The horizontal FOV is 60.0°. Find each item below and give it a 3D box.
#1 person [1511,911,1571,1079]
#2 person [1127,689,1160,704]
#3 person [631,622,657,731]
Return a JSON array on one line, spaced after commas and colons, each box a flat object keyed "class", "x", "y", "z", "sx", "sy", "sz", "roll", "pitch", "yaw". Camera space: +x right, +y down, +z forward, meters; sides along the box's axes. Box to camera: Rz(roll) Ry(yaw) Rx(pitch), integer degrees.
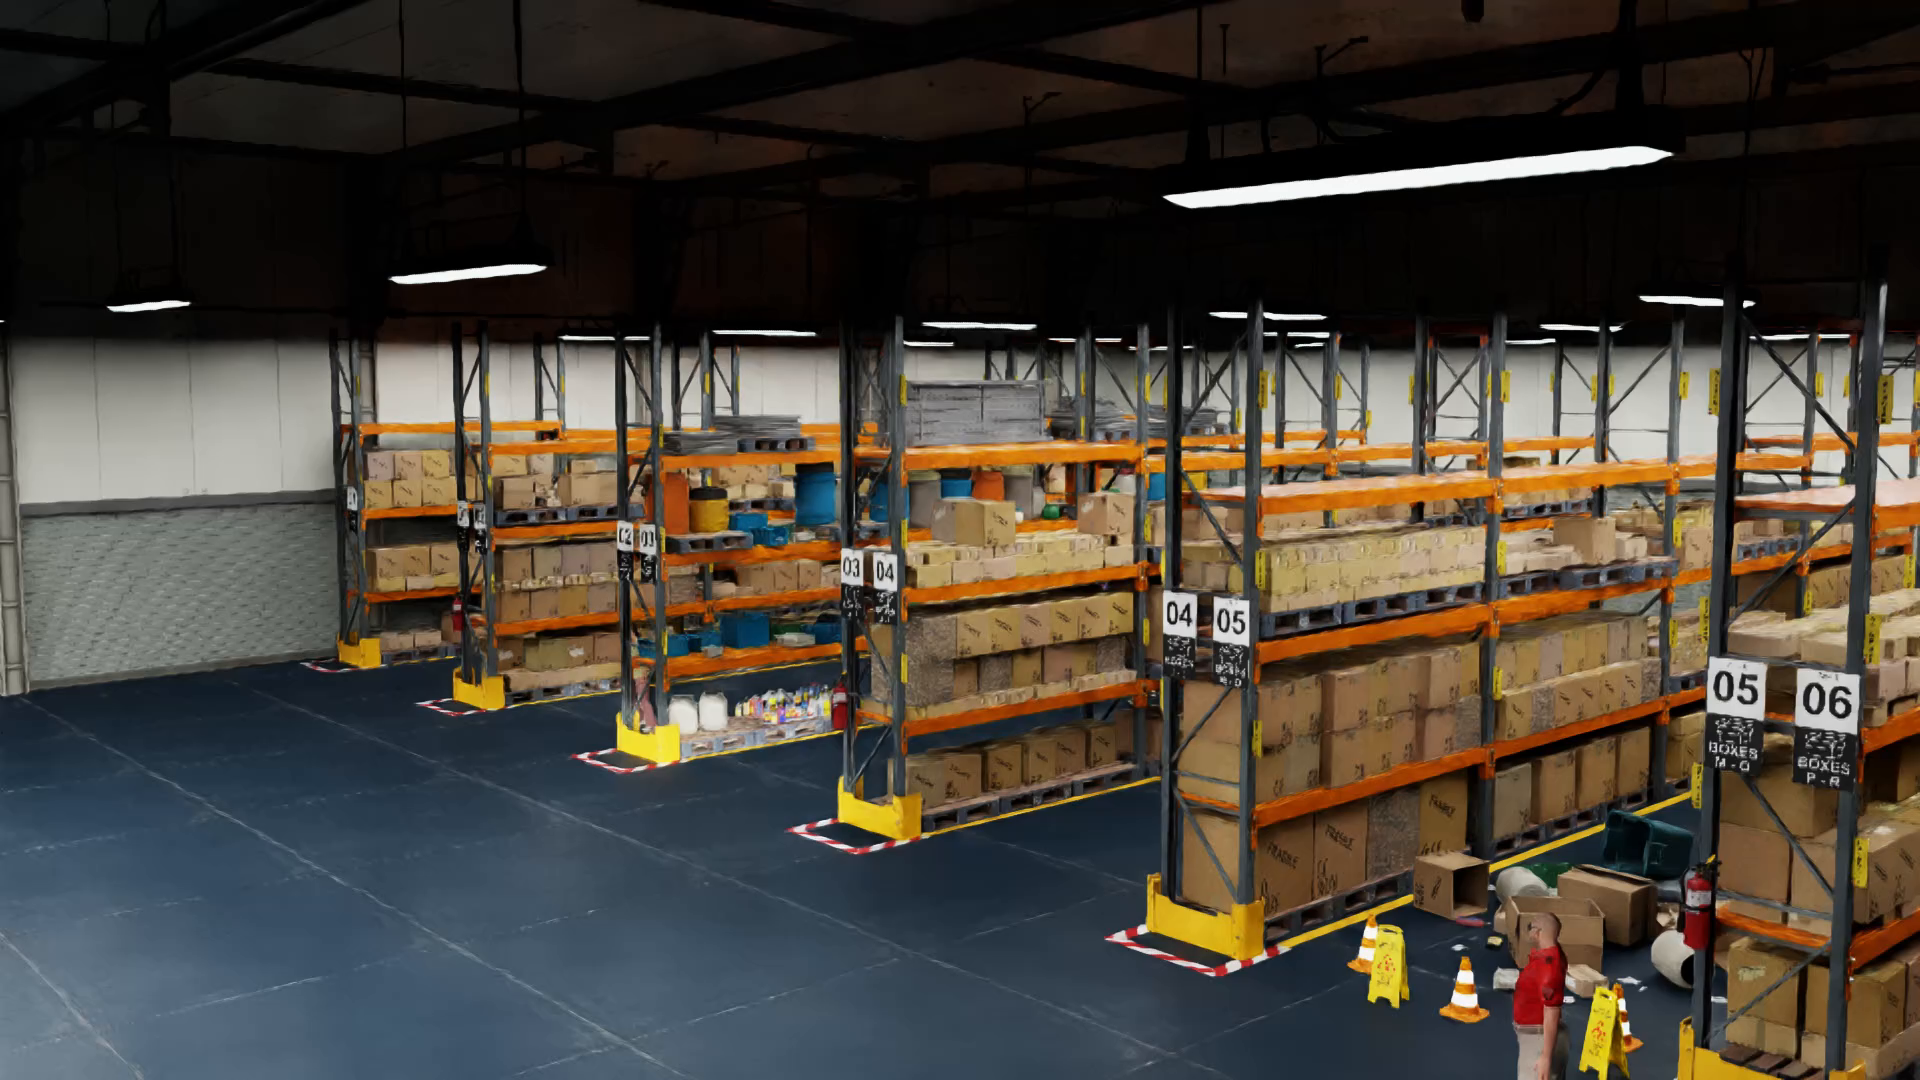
[{"class": "person", "x": 3.761, "y": 3.249, "z": 10.666, "sx": 0.441, "sy": 1.719, "sz": 0.654, "roll": 2, "pitch": 6, "yaw": 22}, {"class": "person", "x": 2.897, "y": 1.795, "z": 26.313, "sx": 1.038, "sy": 1.514, "sz": 0.419, "roll": -5, "pitch": 8, "yaw": -44}, {"class": "person", "x": -4.670, "y": 1.979, "z": 24.189, "sx": 0.507, "sy": 1.618, "sz": 0.598, "roll": -5, "pitch": 8, "yaw": -43}]
